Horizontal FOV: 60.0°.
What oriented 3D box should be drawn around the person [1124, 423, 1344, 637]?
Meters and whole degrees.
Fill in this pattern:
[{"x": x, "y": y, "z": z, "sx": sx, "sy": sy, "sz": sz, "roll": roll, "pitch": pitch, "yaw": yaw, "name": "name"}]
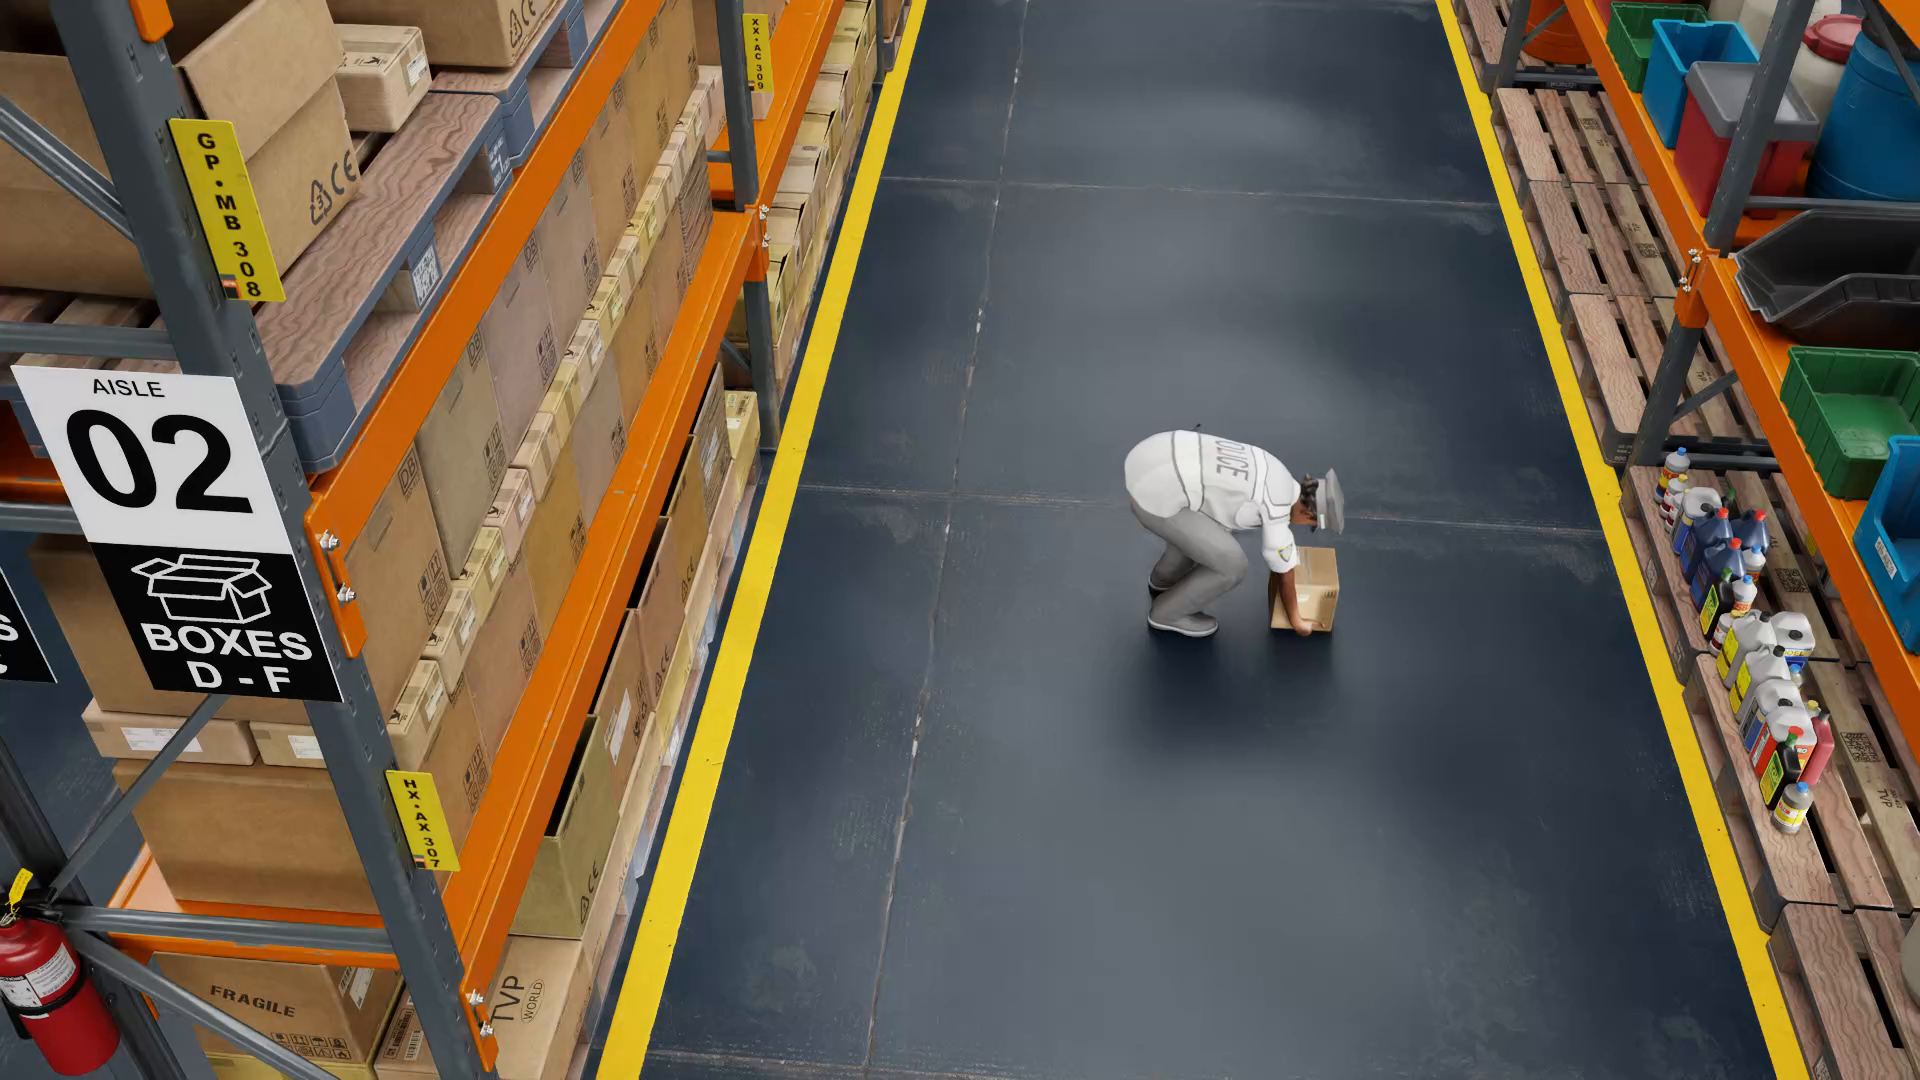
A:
[{"x": 1.110, "y": -0.039, "z": 6.821, "sx": 0.905, "sy": 0.866, "sz": 0.470, "roll": 2, "pitch": 40, "yaw": 2, "name": "person"}]
